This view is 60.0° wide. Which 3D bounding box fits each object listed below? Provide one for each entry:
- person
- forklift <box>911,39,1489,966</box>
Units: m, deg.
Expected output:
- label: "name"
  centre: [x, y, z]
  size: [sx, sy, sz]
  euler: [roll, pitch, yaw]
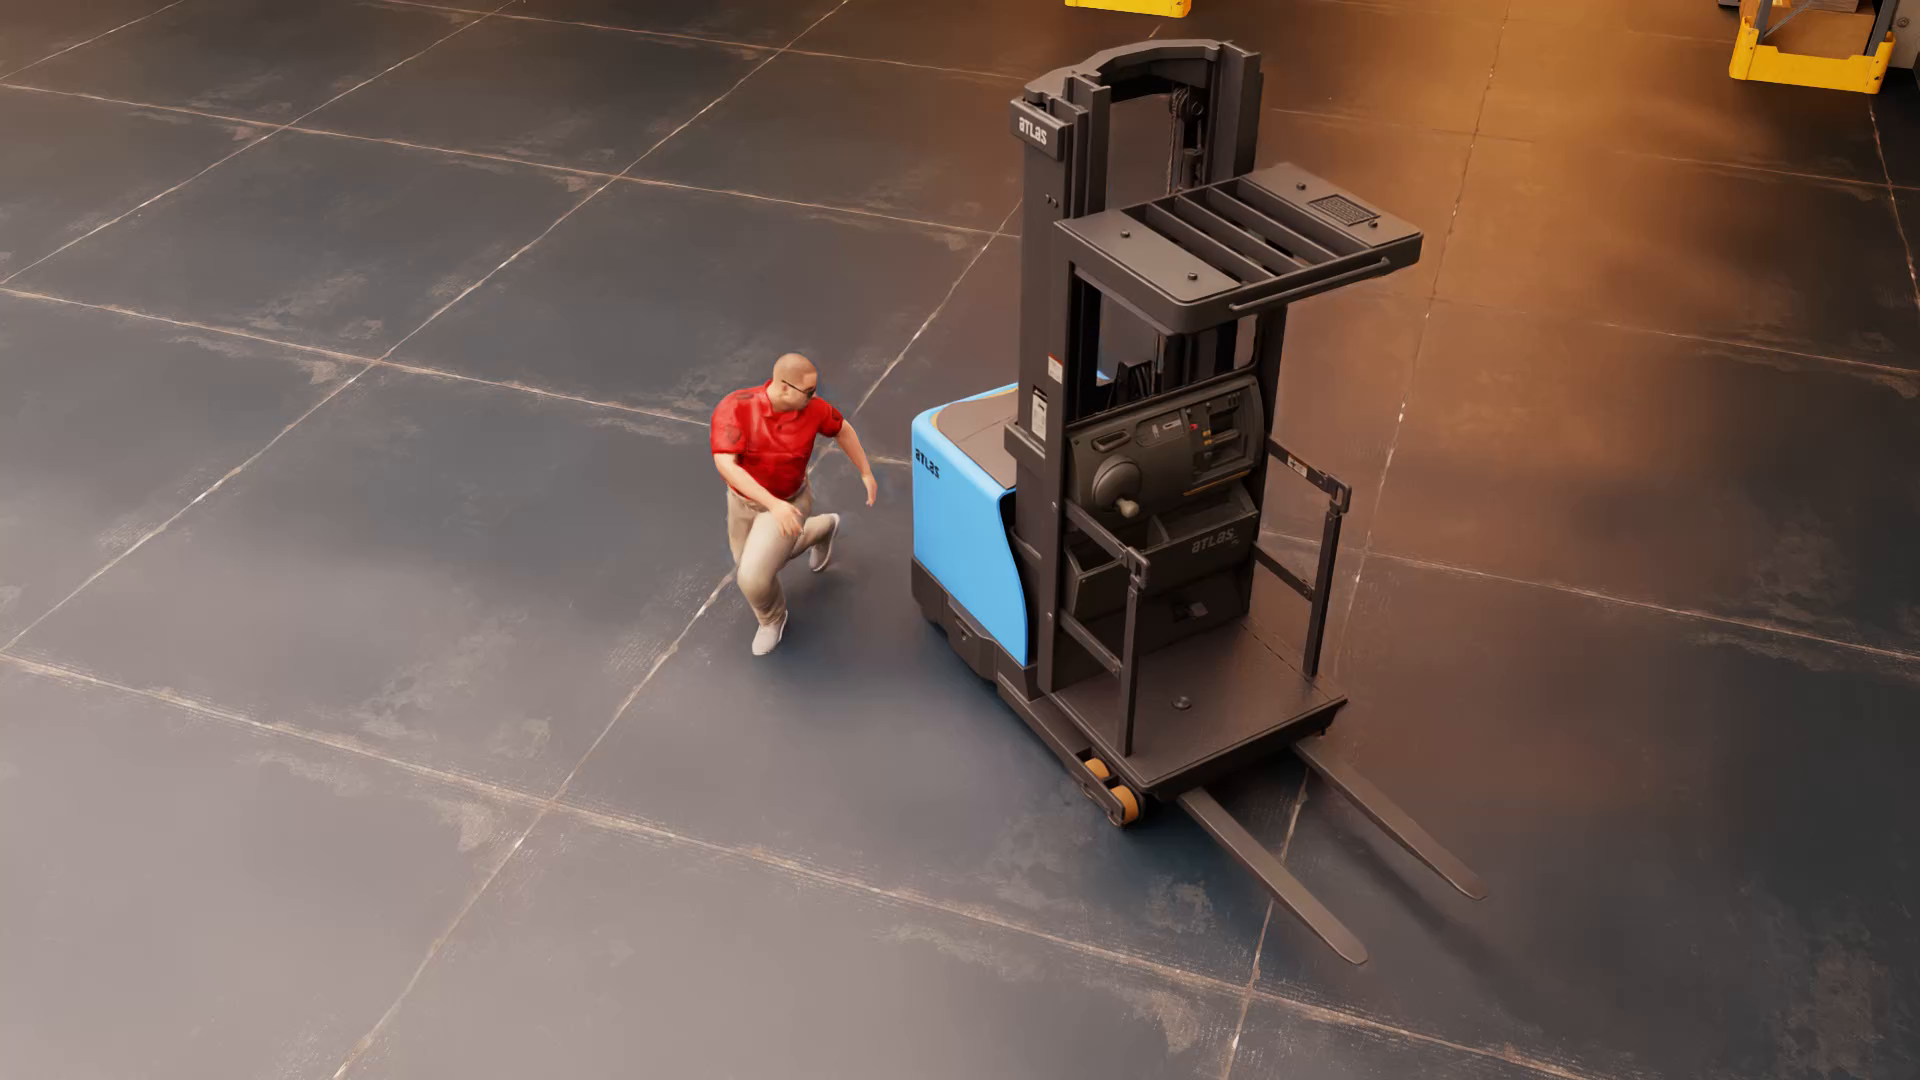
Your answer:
- label: "person"
  centre: [-0.778, -0.234, 7.739]
  size: [0.646, 1.507, 0.907]
  euler: [10, 37, 14]
- label: "forklift"
  centre: [0.954, -0.310, 6.548]
  size: [1.130, 2.935, 3.031]
  euler: [-19, 40, -25]
